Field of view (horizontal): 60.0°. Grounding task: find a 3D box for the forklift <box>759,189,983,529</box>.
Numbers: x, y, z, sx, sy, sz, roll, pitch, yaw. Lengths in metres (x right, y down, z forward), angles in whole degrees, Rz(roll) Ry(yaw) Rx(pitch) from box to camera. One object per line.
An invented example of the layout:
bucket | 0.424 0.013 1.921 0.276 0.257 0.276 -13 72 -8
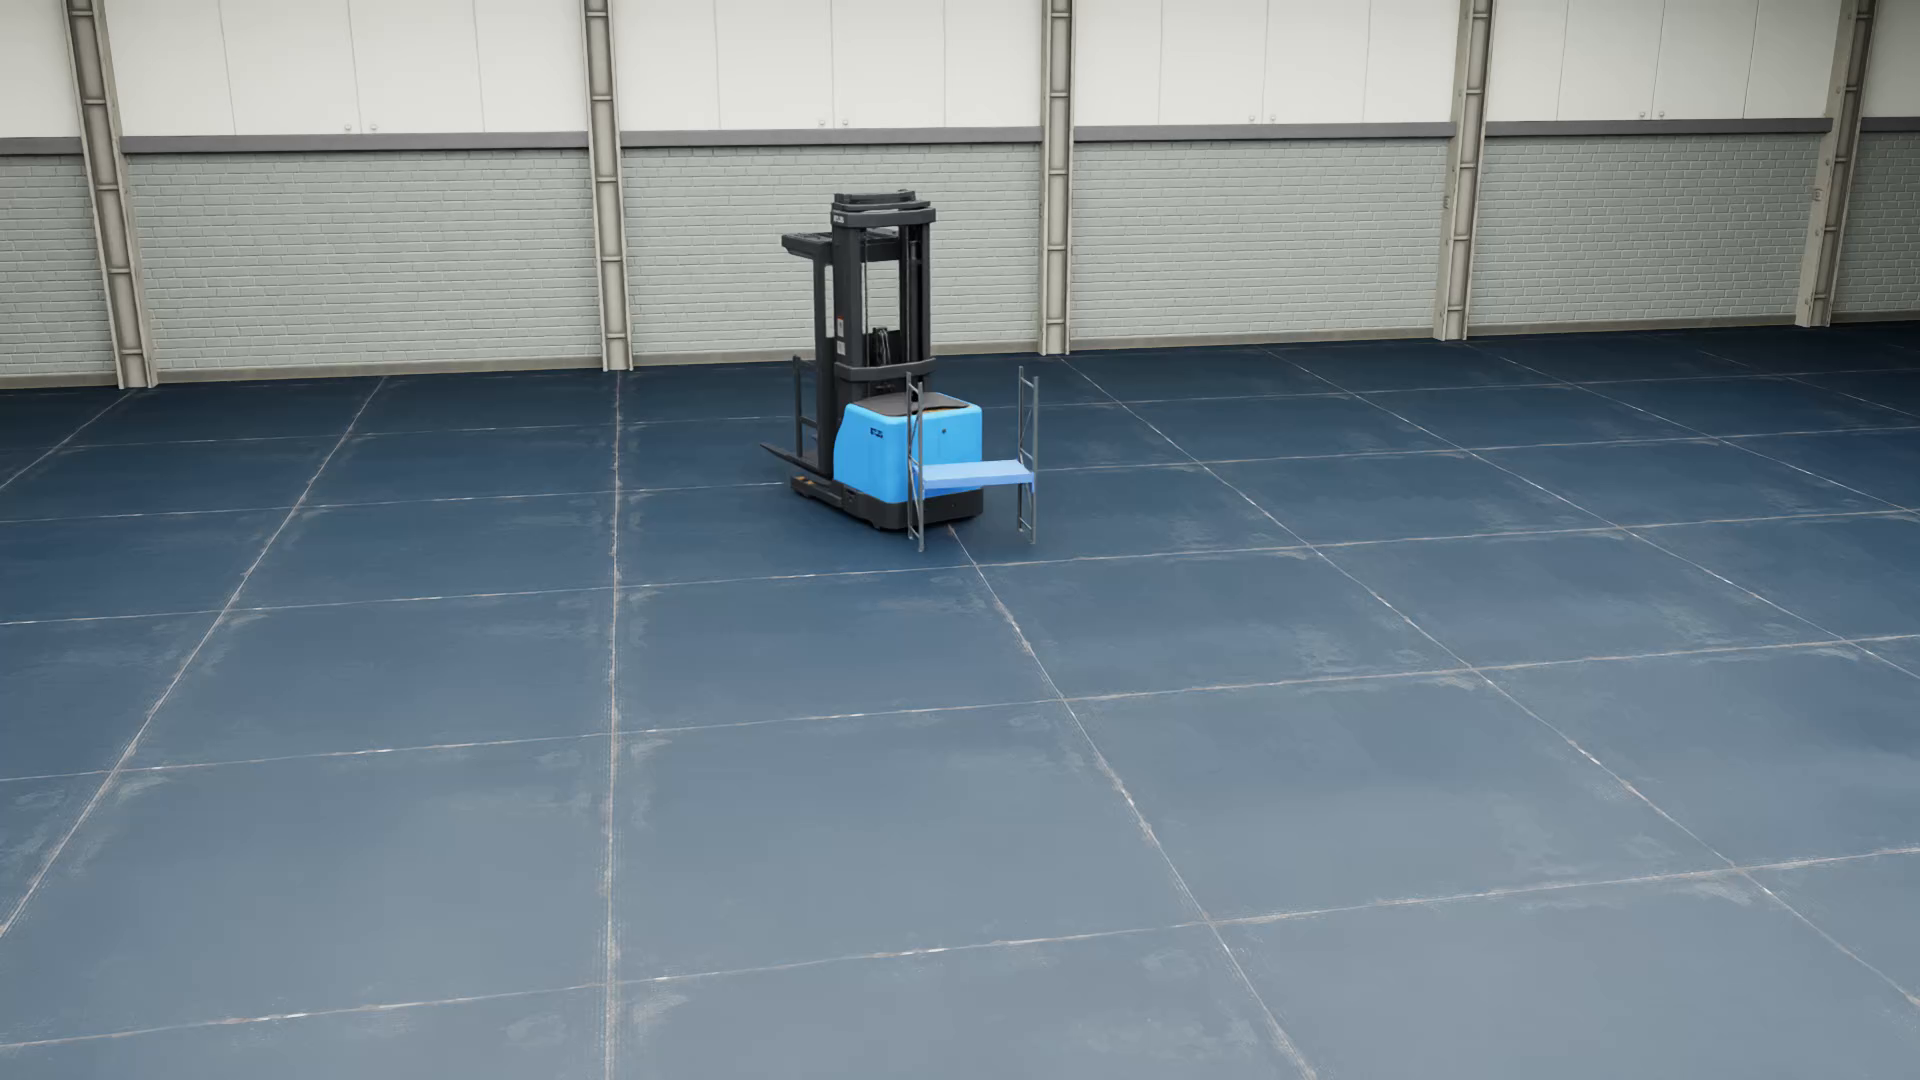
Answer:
forklift | -1.000 -1.874 15.922 1.130 2.935 3.031 -11 20 -31

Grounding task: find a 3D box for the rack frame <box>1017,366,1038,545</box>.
rack frame | 0.596 -0.748 14.692 0.032 1.500 0.500 -4 18 -13

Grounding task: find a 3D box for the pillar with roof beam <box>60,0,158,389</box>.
pillar with roof beam | -9.656 -5.026 15.849 0.400 9.000 9.100 -3 17 -10

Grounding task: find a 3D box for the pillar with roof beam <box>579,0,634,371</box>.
pillar with roof beam | -3.765 -5.360 16.937 0.400 9.000 9.100 -3 17 -10

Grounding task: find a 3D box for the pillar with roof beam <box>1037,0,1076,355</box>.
pillar with roof beam | 2.126 -5.694 18.025 0.400 9.000 9.100 -3 17 -10

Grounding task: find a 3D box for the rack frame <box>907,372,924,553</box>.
rack frame | -0.391 -0.676 14.459 0.032 1.500 0.500 -4 18 -13

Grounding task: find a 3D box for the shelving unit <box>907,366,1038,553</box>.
shelving unit | 0.102 -0.712 14.576 1.048 1.500 0.538 -4 18 -13

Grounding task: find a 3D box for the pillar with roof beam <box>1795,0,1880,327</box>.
pillar with roof beam | 13.909 -6.363 20.201 0.400 9.000 9.100 -3 17 -10

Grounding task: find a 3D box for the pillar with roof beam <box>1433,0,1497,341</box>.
pillar with roof beam | 8.017 -6.029 19.113 0.400 9.000 9.100 -3 17 -10

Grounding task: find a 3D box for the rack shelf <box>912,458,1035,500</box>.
rack shelf | 0.102 -0.540 14.629 1.000 0.185 0.538 -4 18 -13
